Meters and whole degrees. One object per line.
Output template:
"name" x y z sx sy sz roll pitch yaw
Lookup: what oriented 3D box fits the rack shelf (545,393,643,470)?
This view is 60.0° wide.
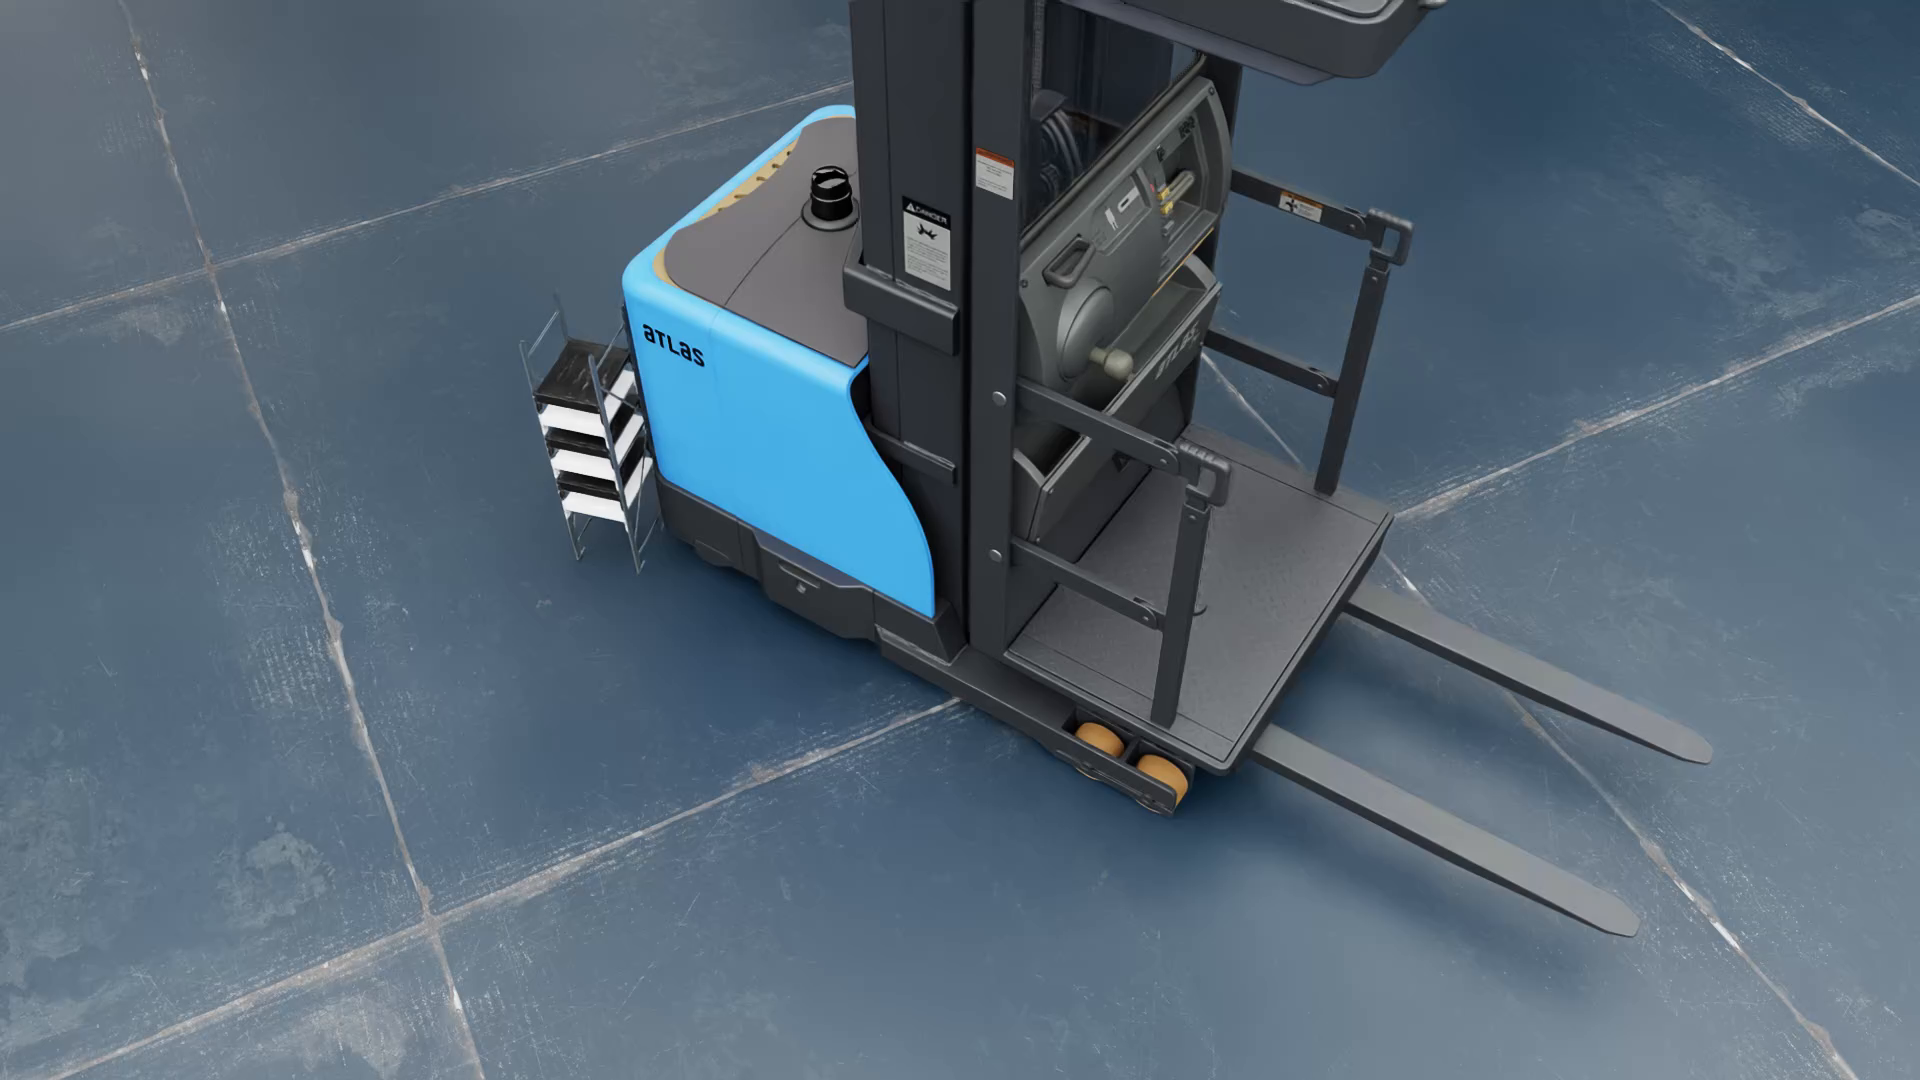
"rack shelf" -1.065 -0.337 4.872 0.200 0.077 0.258 12 50 10

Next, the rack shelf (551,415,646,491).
"rack shelf" -1.065 -0.278 4.939 0.200 0.077 0.258 12 50 10

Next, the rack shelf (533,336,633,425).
"rack shelf" -1.066 -0.456 4.736 0.200 0.077 0.258 12 50 10

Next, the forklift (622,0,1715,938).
"forklift" 0.581 -0.674 3.893 3.031 2.935 1.130 26 54 21

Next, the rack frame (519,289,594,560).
"rack frame" -1.163 -0.320 4.932 0.006 0.900 0.240 12 50 10

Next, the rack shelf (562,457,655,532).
"rack shelf" -1.064 -0.160 5.075 0.200 0.077 0.258 12 50 10

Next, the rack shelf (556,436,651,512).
"rack shelf" -1.064 -0.219 5.007 0.200 0.077 0.258 12 50 10

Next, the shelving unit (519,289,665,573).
"shelving unit" -1.065 -0.300 4.914 0.210 0.900 0.258 12 50 10

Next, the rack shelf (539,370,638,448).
"rack shelf" -1.065 -0.397 4.804 0.200 0.077 0.258 12 50 10

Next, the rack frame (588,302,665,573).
"rack frame" -0.967 -0.280 4.896 0.006 0.900 0.240 12 50 10
